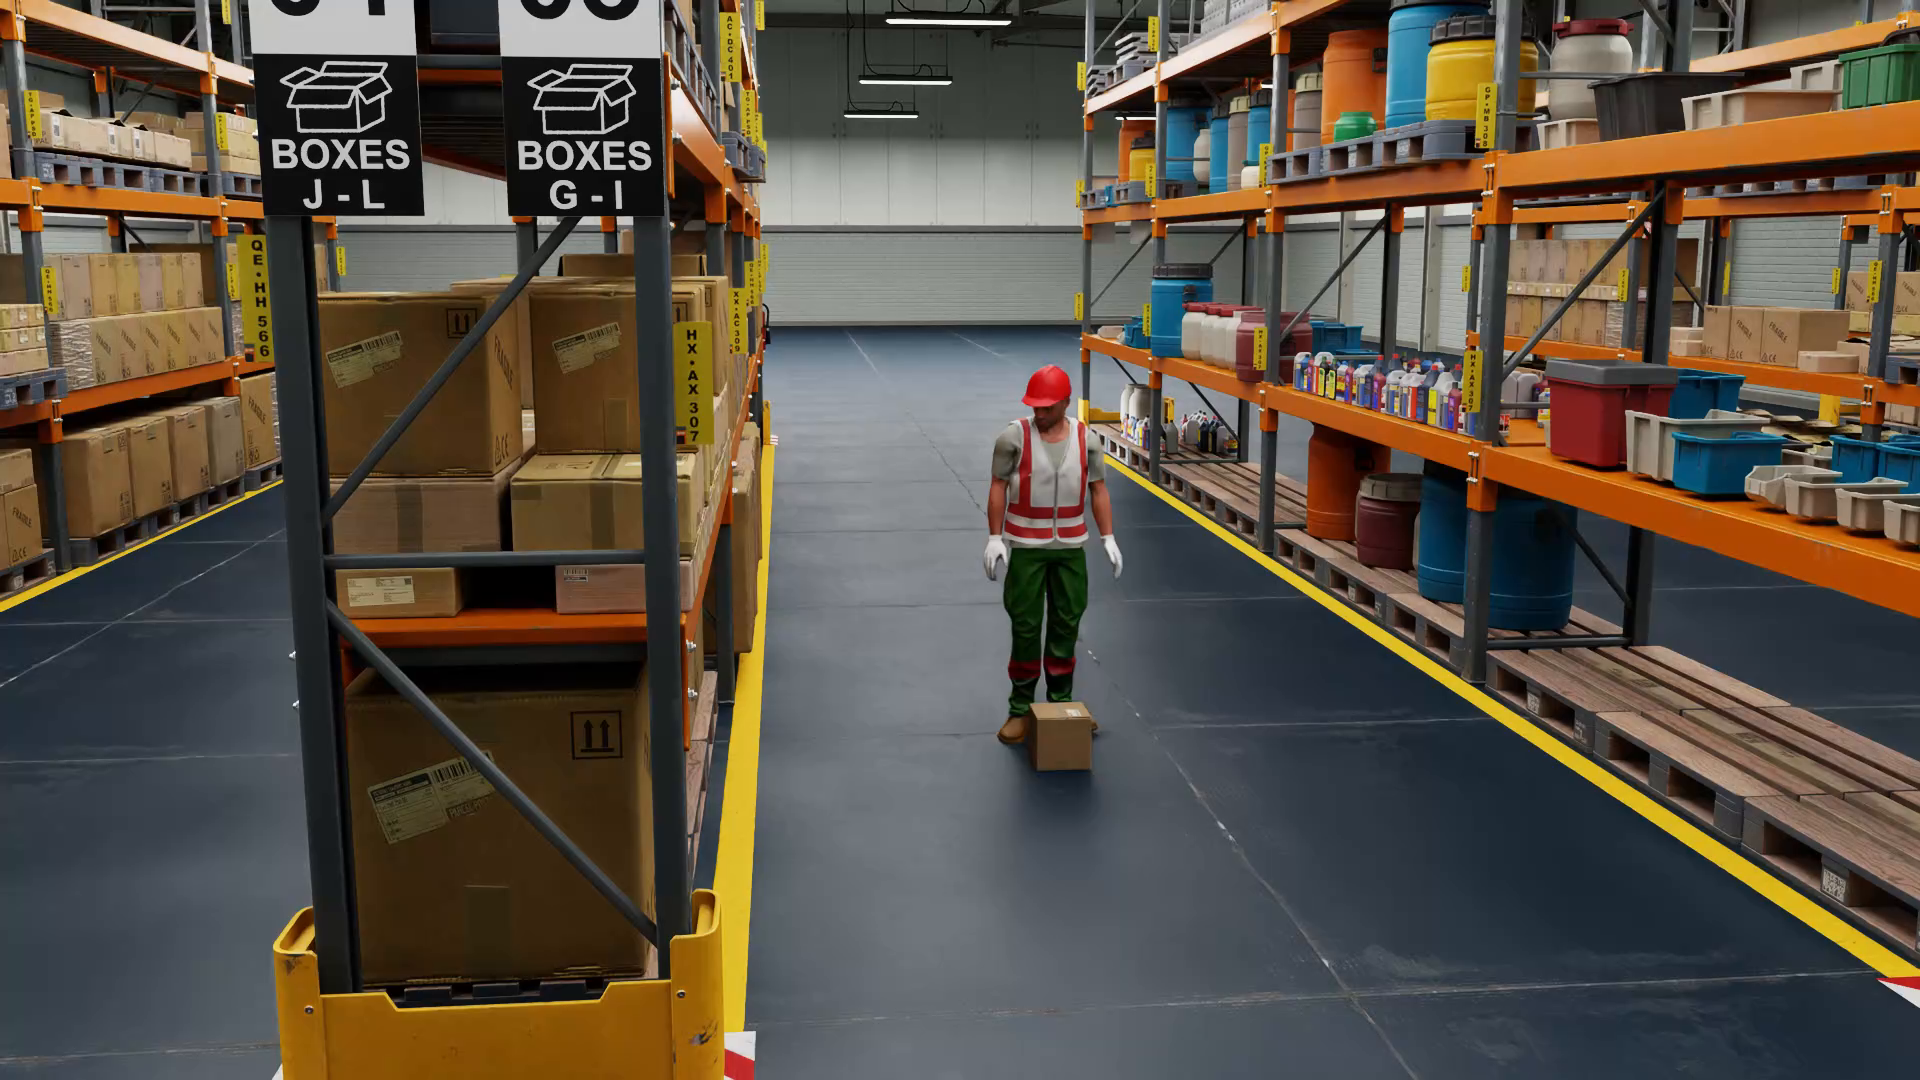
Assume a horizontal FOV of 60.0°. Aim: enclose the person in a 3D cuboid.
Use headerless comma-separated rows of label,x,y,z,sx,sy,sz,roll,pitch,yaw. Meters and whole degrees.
person,0.446,0.059,7.971,0.655,1.802,0.376,-3,10,-16
